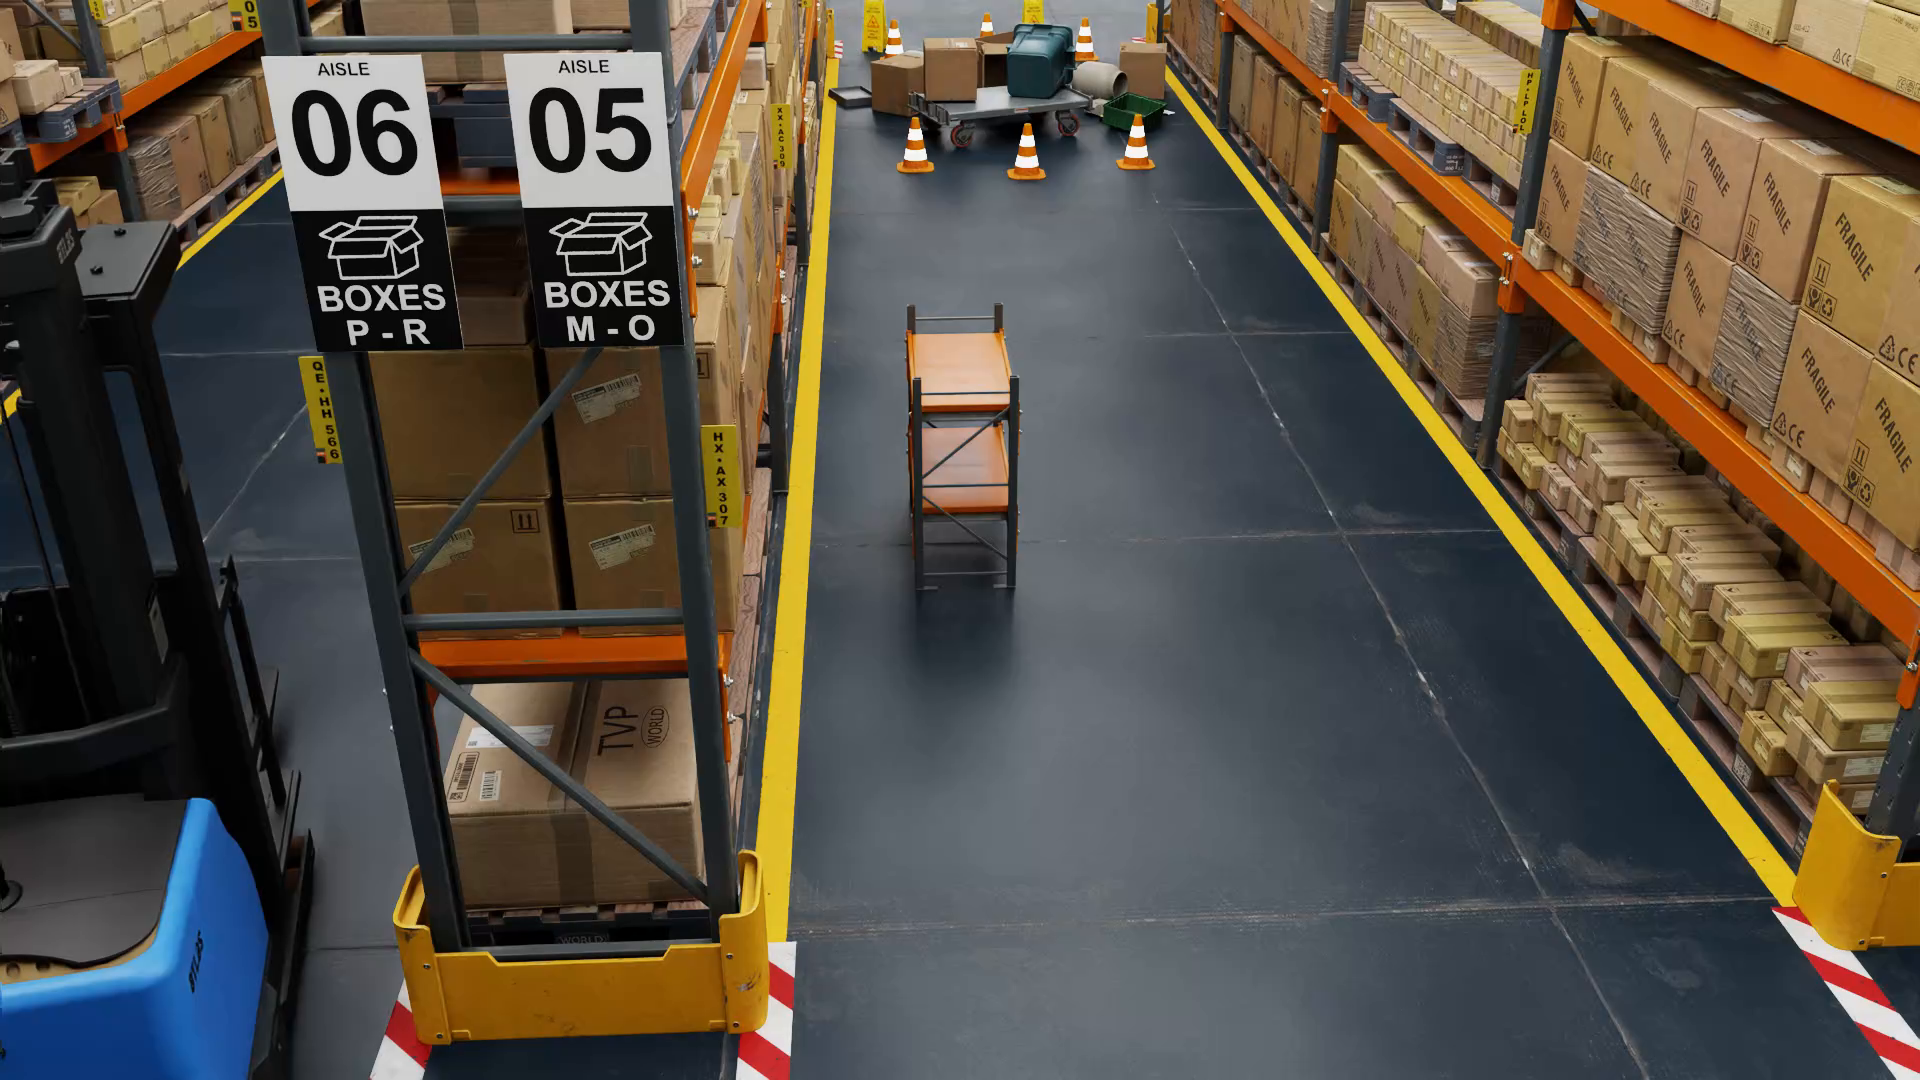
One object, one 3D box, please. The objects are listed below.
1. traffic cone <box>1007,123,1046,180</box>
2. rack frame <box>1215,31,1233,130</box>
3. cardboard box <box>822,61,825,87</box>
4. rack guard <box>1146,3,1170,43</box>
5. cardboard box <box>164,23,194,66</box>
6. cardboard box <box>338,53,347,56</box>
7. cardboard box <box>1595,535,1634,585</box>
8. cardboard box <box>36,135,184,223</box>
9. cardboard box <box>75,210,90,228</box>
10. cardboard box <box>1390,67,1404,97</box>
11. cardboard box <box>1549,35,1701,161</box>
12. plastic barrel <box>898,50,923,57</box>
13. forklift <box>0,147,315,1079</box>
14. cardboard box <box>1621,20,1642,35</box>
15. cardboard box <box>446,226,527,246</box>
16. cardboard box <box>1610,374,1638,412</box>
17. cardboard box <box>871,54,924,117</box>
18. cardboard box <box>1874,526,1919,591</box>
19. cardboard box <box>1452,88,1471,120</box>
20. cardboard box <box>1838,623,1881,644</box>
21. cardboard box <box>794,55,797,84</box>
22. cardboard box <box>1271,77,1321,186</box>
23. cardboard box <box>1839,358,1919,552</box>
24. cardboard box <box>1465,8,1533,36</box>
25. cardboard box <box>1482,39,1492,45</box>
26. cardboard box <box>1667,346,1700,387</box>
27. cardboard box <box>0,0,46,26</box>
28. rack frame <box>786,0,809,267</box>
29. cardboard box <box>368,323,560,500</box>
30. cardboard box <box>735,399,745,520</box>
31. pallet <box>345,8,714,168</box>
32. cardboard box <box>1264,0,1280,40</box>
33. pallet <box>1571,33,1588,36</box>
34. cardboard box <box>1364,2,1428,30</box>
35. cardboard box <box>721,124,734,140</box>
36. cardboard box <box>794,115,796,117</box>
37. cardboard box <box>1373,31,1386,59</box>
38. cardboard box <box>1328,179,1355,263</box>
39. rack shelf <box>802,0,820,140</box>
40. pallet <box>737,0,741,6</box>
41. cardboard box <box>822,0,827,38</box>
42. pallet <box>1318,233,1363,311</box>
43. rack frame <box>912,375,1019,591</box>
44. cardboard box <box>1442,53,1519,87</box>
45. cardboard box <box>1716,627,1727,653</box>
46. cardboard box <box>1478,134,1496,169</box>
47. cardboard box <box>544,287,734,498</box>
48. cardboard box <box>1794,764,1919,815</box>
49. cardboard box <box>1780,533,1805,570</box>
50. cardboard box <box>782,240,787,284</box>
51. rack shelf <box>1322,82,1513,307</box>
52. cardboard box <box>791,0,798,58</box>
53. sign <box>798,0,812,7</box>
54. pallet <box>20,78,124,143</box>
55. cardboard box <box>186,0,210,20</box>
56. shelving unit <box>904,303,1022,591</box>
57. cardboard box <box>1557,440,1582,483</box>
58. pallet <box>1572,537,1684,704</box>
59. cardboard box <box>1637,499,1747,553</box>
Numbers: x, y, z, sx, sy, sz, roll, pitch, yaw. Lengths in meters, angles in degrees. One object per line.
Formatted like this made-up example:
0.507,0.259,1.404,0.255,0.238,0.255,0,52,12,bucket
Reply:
0.603,-3.522,15.002,0.336,0.463,0.334,-1,28,-3,traffic cone
3.065,-5.461,15.977,1.000,3.000,0.127,-1,28,-3,rack frame
-1.674,-4.787,17.205,0.500,0.250,0.500,0,28,0,cardboard box
2.854,-6.211,20.119,1.175,0.500,0.348,-1,28,-3,rack guard
-6.456,-3.941,13.224,0.500,0.250,0.500,-2,28,-4,cardboard box
-6.590,-5.058,17.183,0.500,0.250,0.500,-2,28,-3,cardboard box
3.289,0.085,7.972,0.380,0.149,0.250,-2,28,-4,cardboard box
-6.640,-2.748,12.889,0.875,0.625,0.625,-1,28,-1,cardboard box
-6.369,-1.983,11.557,0.500,0.500,0.500,-2,28,-3,cardboard box
3.139,-3.104,11.276,0.380,0.149,0.250,0,28,0,cardboard box
3.263,-2.172,8.160,0.500,0.500,0.500,-1,28,-1,cardboard box
-0.463,-5.083,18.038,0.512,0.421,0.421,19,33,32,plastic barrel
-2.915,0.155,5.283,1.130,2.935,3.031,-7,28,-13,forklift
7.895,-5.896,19.059,0.500,0.500,0.500,6,28,11,cardboard box
-1.600,-0.923,5.386,0.380,0.149,0.250,-2,28,-3,cardboard box
3.761,-0.795,9.016,0.380,0.149,0.250,-1,28,-1,cardboard box
-0.571,-4.716,17.248,0.500,0.500,0.500,19,33,32,cardboard box
3.392,0.048,5.686,0.380,0.149,0.250,-1,28,-3,cardboard box
3.208,-2.635,10.055,0.380,0.149,0.250,-3,28,-5,cardboard box
3.956,0.418,7.011,0.380,0.149,0.250,-1,28,-1,cardboard box
-1.355,-3.149,11.165,0.500,0.250,0.500,-2,28,-4,cardboard box
3.282,-3.490,14.176,1.050,0.750,0.750,-1,28,-2,cardboard box
3.411,-0.297,5.646,0.500,0.500,0.500,-1,28,-2,cardboard box
3.768,-3.621,11.624,0.380,0.149,0.250,-2,28,-3,cardboard box
3.786,-3.359,11.442,0.380,0.149,0.250,-1,28,-1,cardboard box
3.348,-0.787,7.287,0.380,0.149,0.250,0,28,-1,cardboard box
-6.840,-3.804,11.989,0.380,0.149,0.250,-1,28,-1,cardboard box
-1.665,-3.448,12.117,1.000,3.000,0.127,-1,28,-3,rack frame
-1.510,-0.458,5.195,0.500,0.500,0.500,0,28,-1,cardboard box
-1.039,-0.259,5.895,0.500,0.500,0.500,-2,28,-3,cardboard box
-1.296,-1.386,5.017,1.003,0.211,1.213,-1,28,-3,pallet
2.900,-4.558,14.137,0.500,0.500,0.500,-1,28,-2,cardboard box
7.825,-5.734,19.516,1.003,0.211,1.213,-1,28,-3,pallet
3.104,-3.733,11.837,0.380,0.149,0.250,-1,28,-3,cardboard box
-1.090,-1.536,6.561,0.380,0.149,0.250,-1,28,-3,cardboard box
-1.326,-2.686,10.818,0.500,0.250,0.500,-2,28,-3,cardboard box
3.114,-3.467,11.650,0.380,0.149,0.250,0,28,0,cardboard box
3.056,-2.359,12.278,0.500,0.500,0.500,-3,28,-5,cardboard box
-1.769,-4.053,14.054,1.077,0.370,4.000,-1,28,-3,rack shelf
-1.423,-2.513,7.177,1.003,0.211,1.213,-1,28,-3,pallet
-1.749,-5.837,18.407,0.500,0.500,0.500,0,28,-1,cardboard box
3.313,-2.017,12.389,1.003,0.211,1.213,-1,28,-3,pallet
0.027,-0.261,8.034,0.500,1.125,0.032,-1,28,-3,rack frame
3.199,-2.888,10.218,0.380,0.149,0.250,-3,28,-5,cardboard box
3.438,0.423,7.002,0.380,0.149,0.250,-2,28,-3,cardboard box
3.239,-2.255,9.648,0.380,0.149,0.250,-1,28,-3,cardboard box
-0.987,-0.470,5.217,0.500,0.500,0.500,-2,28,-4,cardboard box
3.455,0.920,6.371,0.380,0.149,0.250,-1,28,-2,cardboard box
3.915,0.037,7.421,0.380,0.149,0.250,-1,28,-2,cardboard box
-1.711,-2.371,11.896,0.875,0.875,0.875,-2,28,-3,cardboard box
3.378,-2.371,10.831,1.077,0.370,4.000,-1,28,-3,rack shelf
-1.341,-3.466,10.963,0.500,0.500,0.500,-1,28,-2,cardboard box
-1.110,-3.976,11.878,0.100,0.325,0.005,-1,28,-3,sign
-6.516,-2.930,11.331,1.213,0.211,1.003,-1,28,-3,pallet
-6.487,-4.401,13.566,0.500,0.250,0.500,-1,28,-2,cardboard box
0.000,-0.496,8.484,0.538,1.125,1.048,-1,28,-3,shelving unit
3.333,-0.419,8.618,0.380,0.149,0.250,-2,28,-3,cardboard box
3.619,0.344,7.863,1.003,0.211,1.213,-1,28,-3,pallet
3.349,-0.066,7.619,0.380,0.149,0.250,-1,28,-2,cardboard box
